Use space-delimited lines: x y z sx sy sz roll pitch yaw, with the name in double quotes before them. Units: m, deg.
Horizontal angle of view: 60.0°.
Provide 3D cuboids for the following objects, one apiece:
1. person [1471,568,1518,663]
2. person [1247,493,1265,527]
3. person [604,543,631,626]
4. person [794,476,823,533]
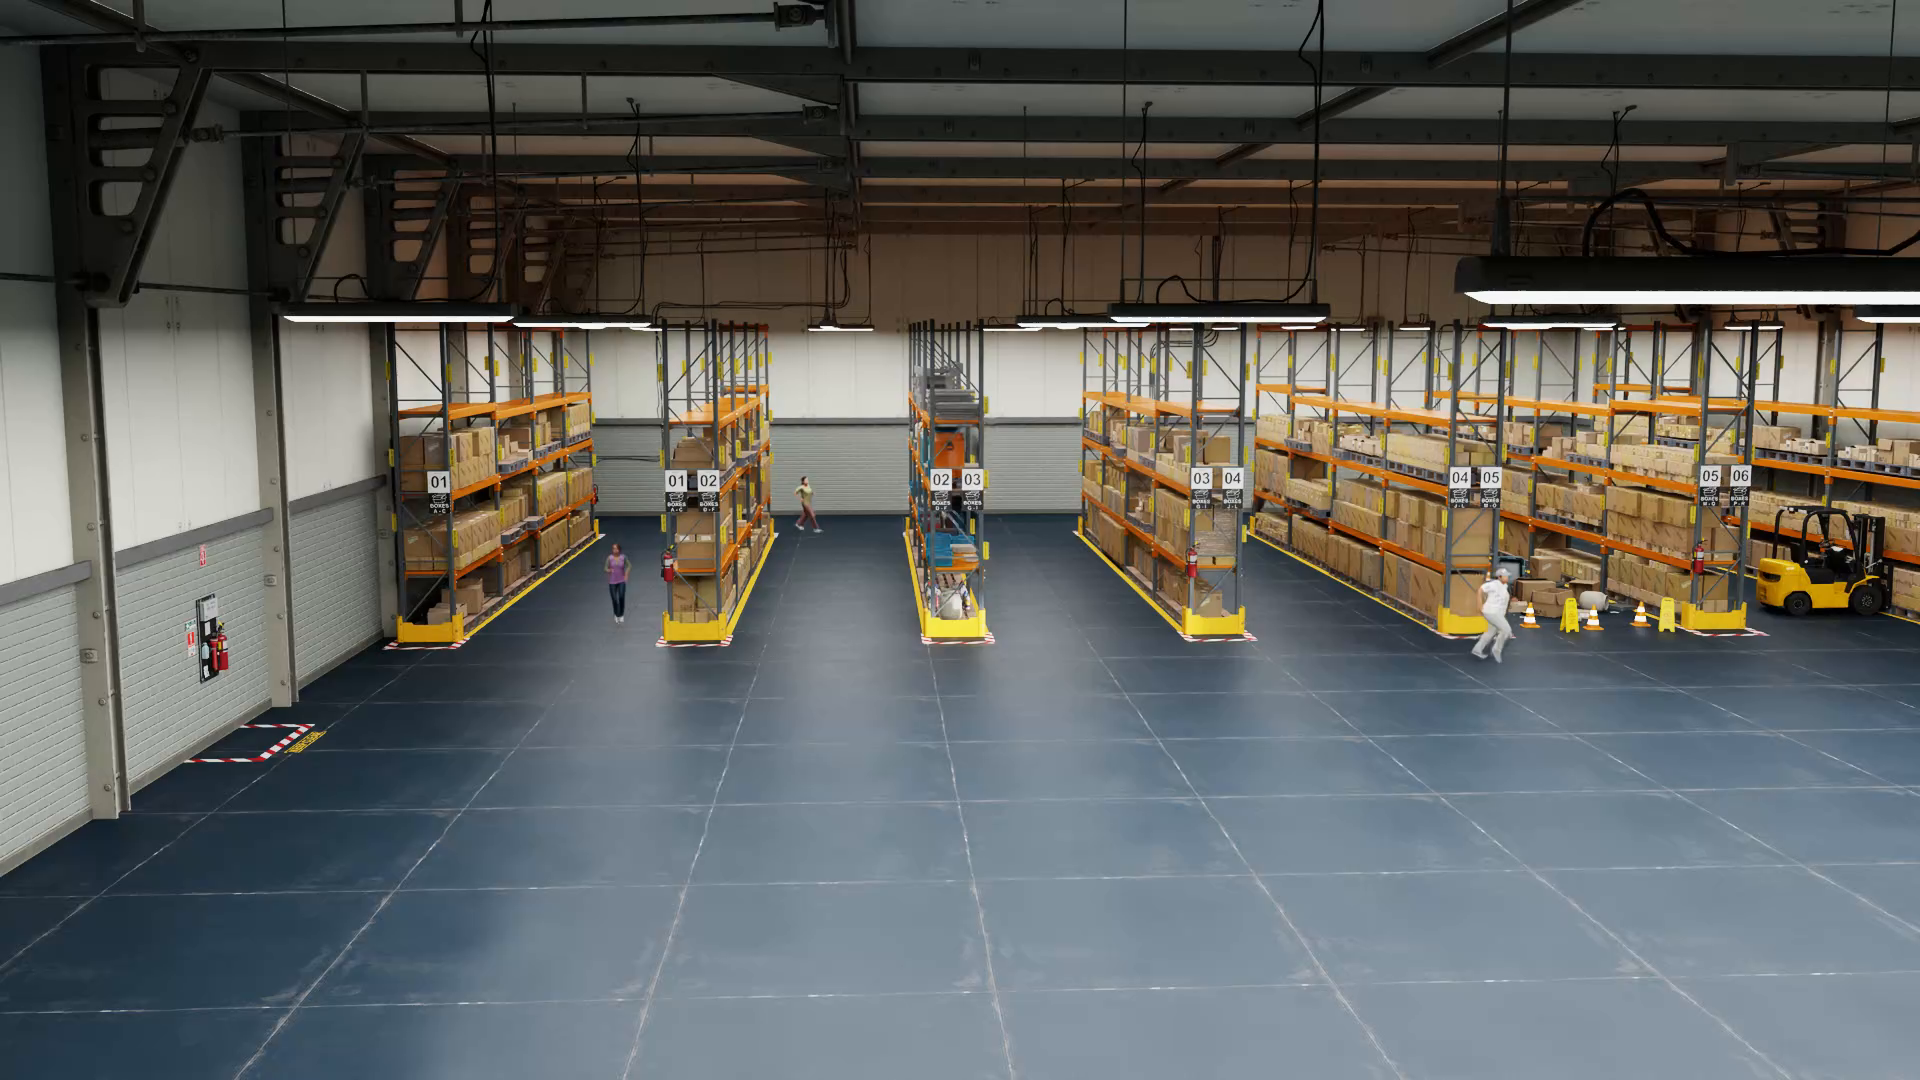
"person" 9.361 1.315 29.125 0.796 1.662 0.630 6 9 41
"person" 8.853 -1.193 49.265 0.812 1.713 0.785 3 8 21
"person" -6.773 0.878 32.877 0.514 1.631 0.653 -1 7 -7
"person" -4.468 -1.028 48.019 0.908 1.641 0.603 3 8 23
